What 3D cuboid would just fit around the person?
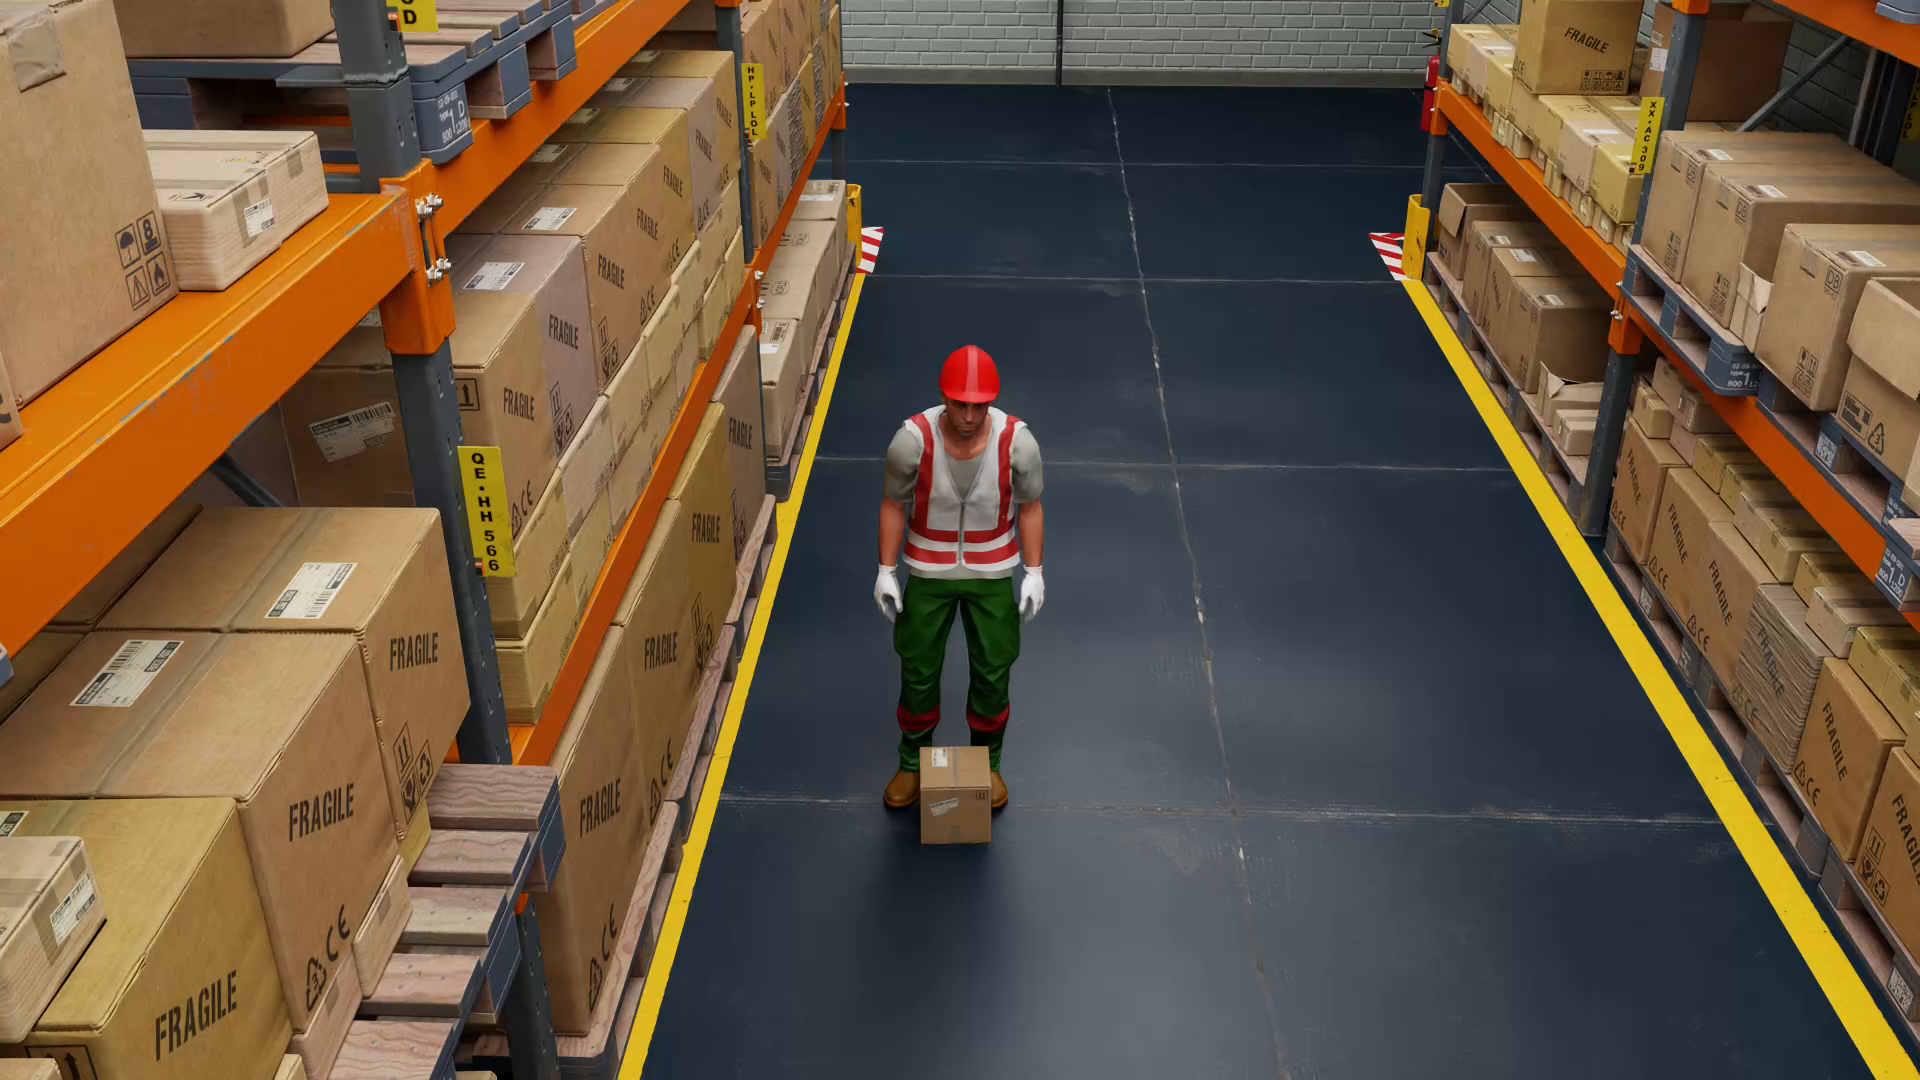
[{"bbox_3d":[-0.006,0.143,5.833,0.611,1.779,0.455,1,28,2],"label":"person"}]
